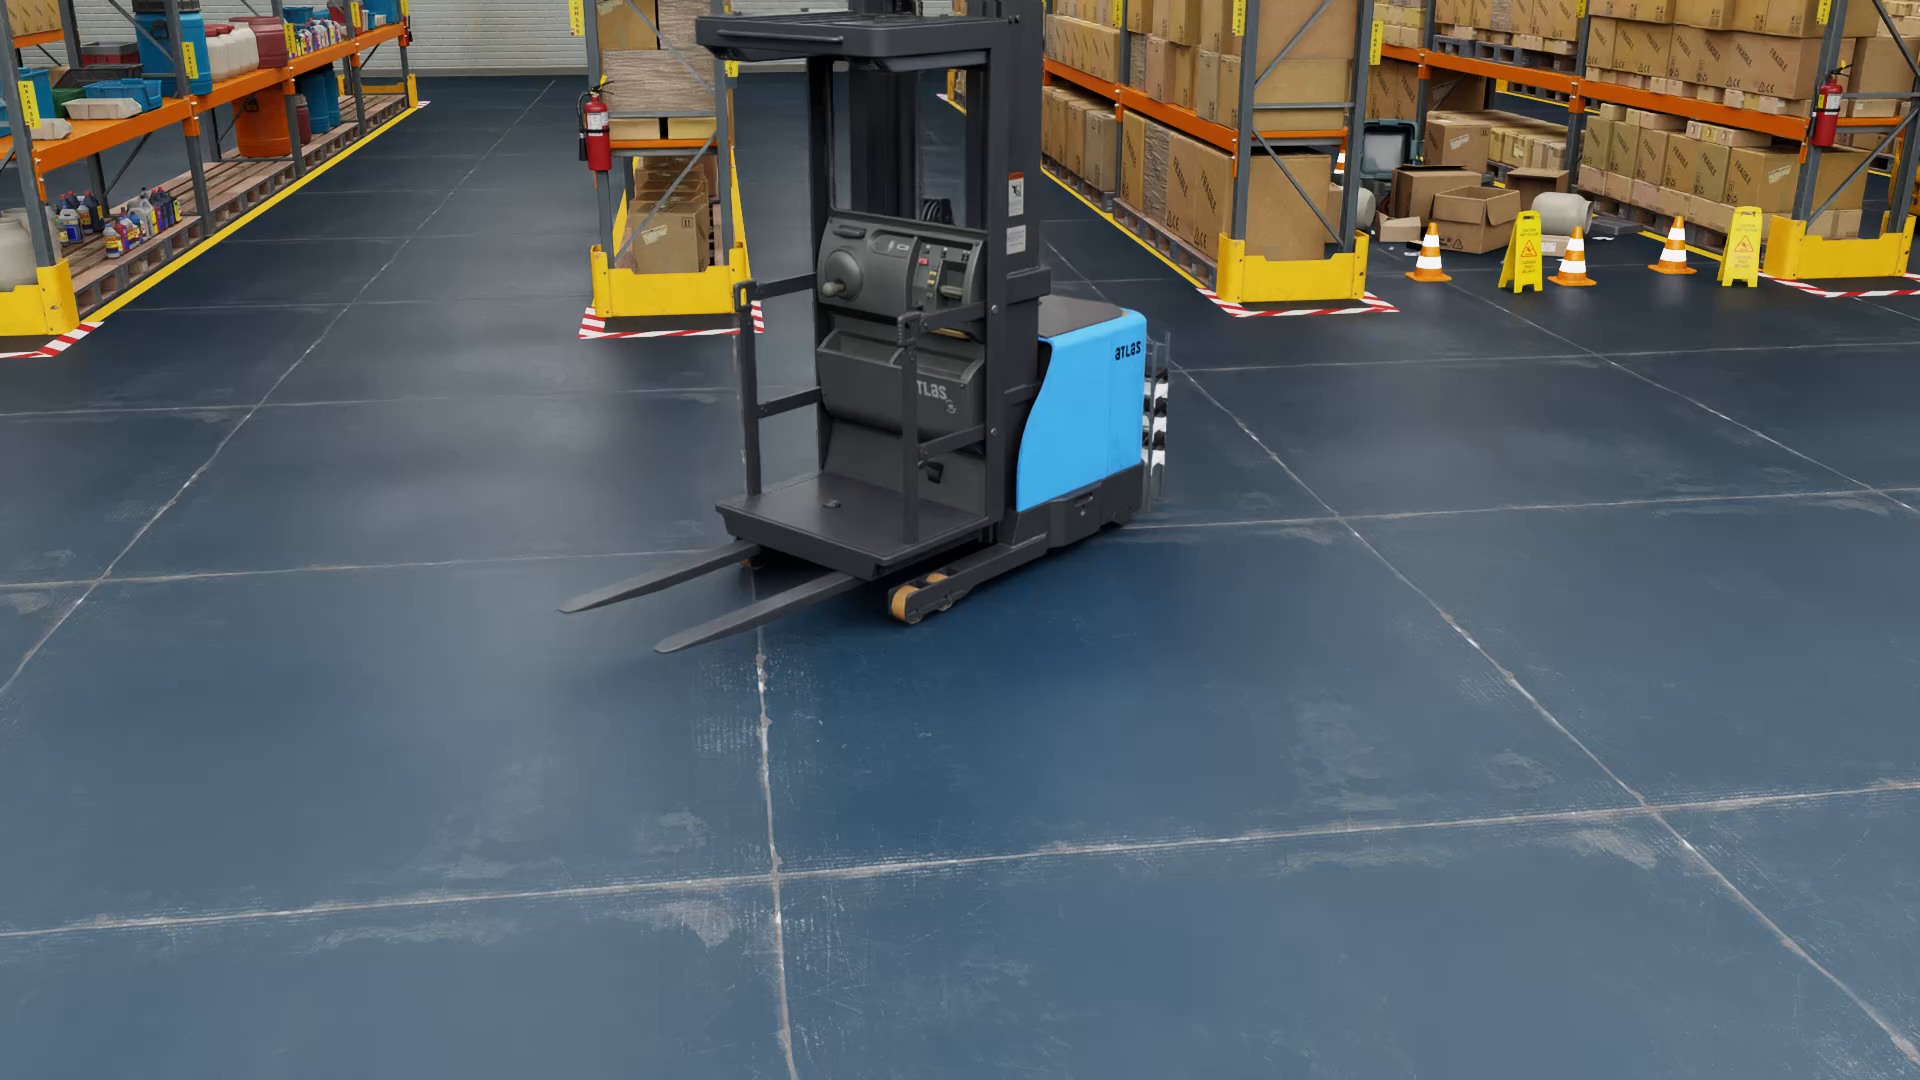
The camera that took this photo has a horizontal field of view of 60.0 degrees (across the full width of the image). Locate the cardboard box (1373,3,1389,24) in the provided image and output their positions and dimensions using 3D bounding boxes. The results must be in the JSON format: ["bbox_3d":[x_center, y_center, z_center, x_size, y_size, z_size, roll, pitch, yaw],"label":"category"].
[{"bbox_3d":[5.915,-7.123,22.499,0.500,0.250,0.500,-3,21,-9],"label":"cardboard box"}]

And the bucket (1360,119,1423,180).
[{"bbox_3d":[4.402,-4.028,17.221,0.726,0.611,0.620,4,11,11],"label":"bucket"}]

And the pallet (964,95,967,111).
[{"bbox_3d":[0.637,-6.898,26.384,1.003,0.211,1.213,-3,21,-8],"label":"pallet"}]

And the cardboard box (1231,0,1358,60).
[{"bbox_3d":[2.662,-4.102,13.155,0.875,0.550,0.550,-3,21,-8],"label":"cardboard box"}]

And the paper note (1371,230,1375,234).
[{"bbox_3d":[4.108,-3.008,16.238,0.172,0.023,0.155,4,21,11],"label":"paper note"}]

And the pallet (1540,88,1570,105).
[{"bbox_3d":[10.466,-7.442,27.839,1.003,0.211,1.213,-3,21,-8],"label":"pallet"}]

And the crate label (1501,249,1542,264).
[{"bbox_3d":[4.999,-2.519,14.764,0.250,0.136,0.298,-15,25,-35],"label":"crate label"}]

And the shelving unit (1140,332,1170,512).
[{"bbox_3d":[0.916,-0.619,8.587,0.258,0.900,0.210,9,22,23],"label":"shelving unit"}]

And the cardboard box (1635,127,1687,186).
[{"bbox_3d":[6.965,-3.743,16.208,0.500,0.500,0.500,-2,21,-5],"label":"cardboard box"}]

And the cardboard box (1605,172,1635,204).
[{"bbox_3d":[6.891,-3.572,16.822,0.500,0.250,0.500,-2,21,-5],"label":"cardboard box"}]

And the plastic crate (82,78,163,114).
[{"bbox_3d":[-7.295,-3.877,14.521,0.499,0.251,0.616,-3,21,-8],"label":"plastic crate"}]

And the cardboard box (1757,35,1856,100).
[{"bbox_3d":[7.211,-4.041,14.179,0.500,0.500,0.500,-3,21,-9],"label":"cardboard box"}]

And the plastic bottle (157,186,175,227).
[{"bbox_3d":[-7.345,-3.072,15.312,0.144,0.351,0.185,-3,21,-9],"label":"plastic bottle"}]

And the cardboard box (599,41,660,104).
[{"bbox_3d":[-2.488,-3.726,13.336,0.875,0.500,0.500,-3,21,-8],"label":"cardboard box"}]

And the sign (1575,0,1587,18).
[{"bbox_3d":[6.436,-5.578,17.210,0.100,0.325,0.005,-3,21,-8],"label":"sign"}]

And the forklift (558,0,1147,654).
[{"bbox_3d":[-0.412,-1.206,7.256,1.130,2.935,3.031,17,26,38],"label":"forklift"}]

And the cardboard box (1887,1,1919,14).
[{"bbox_3d":[11.404,-6.396,19.983,0.380,0.149,0.250,-3,21,-8],"label":"cardboard box"}]

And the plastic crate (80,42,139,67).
[{"bbox_3d":[-8.096,-4.498,15.880,0.402,0.464,0.583,-3,21,-8],"label":"plastic crate"}]

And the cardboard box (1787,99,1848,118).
[{"bbox_3d":[7.296,-3.681,14.145,0.380,0.149,0.250,-2,21,-6],"label":"cardboard box"}]

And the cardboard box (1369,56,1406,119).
[{"bbox_3d":[6.266,-6.204,22.976,0.875,0.875,0.875,-3,21,-7],"label":"cardboard box"}]

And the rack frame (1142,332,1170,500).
[{"bbox_3d":[0.959,-0.651,8.673,0.240,0.900,0.006,9,22,23],"label":"rack frame"}]

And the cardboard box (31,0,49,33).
[{"bbox_3d":[-13.876,-7.775,24.603,0.500,0.500,0.500,-3,21,-7],"label":"cardboard box"}]

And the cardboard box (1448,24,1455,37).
[{"bbox_3d":[6.279,-6.308,20.577,0.380,0.149,0.250,-4,21,-11],"label":"cardboard box"}]

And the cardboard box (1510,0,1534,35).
[{"bbox_3d":[6.550,-5.947,18.684,0.500,0.500,0.500,-2,21,-6],"label":"cardboard box"}]

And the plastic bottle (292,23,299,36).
[{"bbox_3d":[-8.392,-6.325,20.934,0.144,0.351,0.185,-3,21,-8],"label":"plastic bottle"}]

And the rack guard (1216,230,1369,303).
[{"bbox_3d":[2.681,-2.216,13.436,1.175,0.500,0.348,-3,21,-8],"label":"rack guard"}]

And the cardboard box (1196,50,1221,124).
[{"bbox_3d":[2.478,-3.782,13.839,0.875,0.550,0.550,-3,21,-8],"label":"cardboard box"}]

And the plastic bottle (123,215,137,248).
[{"bbox_3d":[-7.163,-2.656,14.310,0.097,0.271,0.097,0,20,0],"label":"plastic bottle"}]

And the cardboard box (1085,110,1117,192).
[{"bbox_3d":[1.923,-4.134,17.612,1.050,0.750,0.750,-3,21,-8],"label":"cardboard box"}]

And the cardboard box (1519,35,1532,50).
[{"bbox_3d":[6.504,-5.576,18.618,0.380,0.149,0.250,-3,21,-7],"label":"cardboard box"}]

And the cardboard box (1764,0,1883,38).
[{"bbox_3d":[7.272,-4.501,13.983,0.700,0.500,0.500,-3,21,-9],"label":"cardboard box"}]

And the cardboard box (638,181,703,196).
[{"bbox_3d":[-2.510,-2.846,14.522,0.500,0.500,0.500,-1,21,-3],"label":"cardboard box"}]

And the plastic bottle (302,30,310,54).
[{"bbox_3d":[-8.163,-6.214,20.734,0.061,0.283,0.133,-3,21,-8],"label":"plastic bottle"}]

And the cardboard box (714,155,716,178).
[{"bbox_3d":[-2.939,-3.980,17.530,0.700,0.500,0.500,-3,21,-8],"label":"cardboard box"}]

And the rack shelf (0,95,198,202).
[{"bbox_3d":[-7.435,-3.286,13.756,1.077,0.370,4.000,-3,21,-8],"label":"rack shelf"}]

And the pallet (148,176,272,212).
[{"bbox_3d":[-8.054,-3.703,17.828,1.003,0.211,1.213,-3,21,-8],"label":"pallet"}]

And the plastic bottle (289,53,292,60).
[{"bbox_3d":[-8.046,-5.849,19.873,0.097,0.201,0.097,0,20,0],"label":"plastic bottle"}]

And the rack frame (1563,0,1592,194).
[{"bbox_3d":[6.985,-5.065,17.491,1.000,3.000,0.127,-3,21,-8],"label":"rack frame"}]

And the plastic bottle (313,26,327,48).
[{"bbox_3d":[-8.355,-6.560,21.669,0.152,0.276,0.135,-3,21,-8],"label":"plastic bottle"}]

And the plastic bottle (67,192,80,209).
[{"bbox_3d":[-8.017,-2.980,15.066,0.144,0.351,0.185,-2,21,-6],"label":"plastic bottle"}]

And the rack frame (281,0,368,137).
[{"bbox_3d":[-8.876,-7.086,22.900,1.000,3.000,0.127,-3,21,-8],"label":"rack frame"}]

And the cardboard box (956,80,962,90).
[{"bbox_3d":[0.130,-7.599,27.749,0.380,0.149,0.250,-2,21,-7],"label":"cardboard box"}]

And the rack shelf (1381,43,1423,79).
[{"bbox_3d":[6.120,-6.806,23.179,1.077,0.370,4.000,-3,21,-8],"label":"rack shelf"}]

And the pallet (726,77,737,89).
[{"bbox_3d":[-2.788,-4.748,16.914,1.003,0.211,1.213,-3,21,-8],"label":"pallet"}]

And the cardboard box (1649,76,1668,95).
[{"bbox_3d":[6.888,-4.379,16.012,0.380,0.149,0.250,-3,21,-7],"label":"cardboard box"}]

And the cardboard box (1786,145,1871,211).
[{"bbox_3d":[7.715,-3.242,14.866,0.500,0.500,0.500,-4,21,-10],"label":"cardboard box"}]

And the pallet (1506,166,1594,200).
[{"bbox_3d":[6.871,-4.028,18.700,1.003,0.211,1.213,-3,21,-8],"label":"pallet"}]

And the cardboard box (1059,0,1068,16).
[{"bbox_3d":[1.579,-6.525,19.827,0.700,0.500,0.500,-3,21,-8],"label":"cardboard box"}]

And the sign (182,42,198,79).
[{"bbox_3d":[-7.177,-4.469,15.500,0.100,0.325,0.005,-3,21,-8],"label":"sign"}]

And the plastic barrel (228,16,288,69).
[{"bbox_3d":[-7.933,-5.619,18.779,0.600,0.536,0.708,-3,21,-8],"label":"plastic barrel"}]

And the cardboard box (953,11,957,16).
[{"bbox_3d":[0.094,-8.689,27.552,0.380,0.149,0.250,-3,21,-8],"label":"cardboard box"}]

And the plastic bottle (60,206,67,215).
[{"bbox_3d":[-7.932,-2.829,14.774,0.097,0.271,0.097,0,20,0],"label":"plastic bottle"}]

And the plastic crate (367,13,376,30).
[{"bbox_3d":[-8.903,-7.722,24.758,0.416,0.233,0.300,-3,21,-8],"label":"plastic crate"}]
